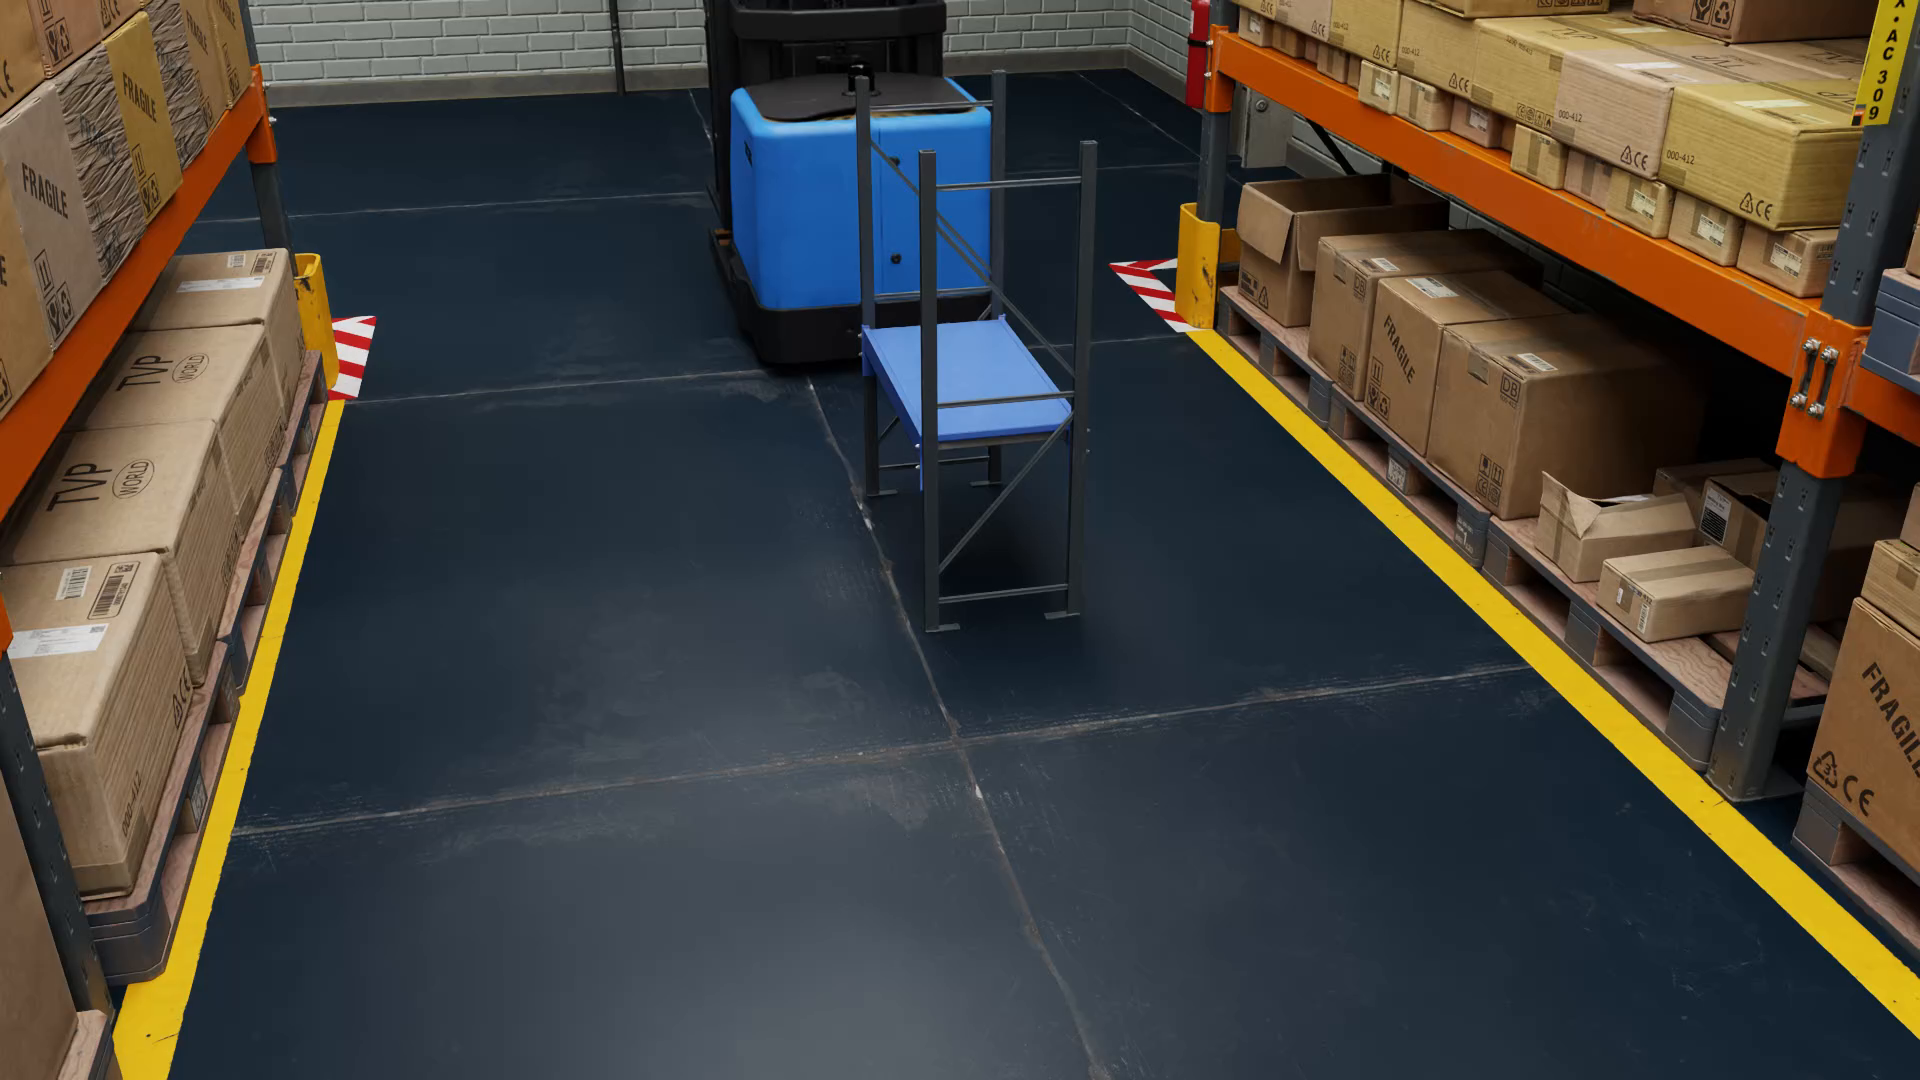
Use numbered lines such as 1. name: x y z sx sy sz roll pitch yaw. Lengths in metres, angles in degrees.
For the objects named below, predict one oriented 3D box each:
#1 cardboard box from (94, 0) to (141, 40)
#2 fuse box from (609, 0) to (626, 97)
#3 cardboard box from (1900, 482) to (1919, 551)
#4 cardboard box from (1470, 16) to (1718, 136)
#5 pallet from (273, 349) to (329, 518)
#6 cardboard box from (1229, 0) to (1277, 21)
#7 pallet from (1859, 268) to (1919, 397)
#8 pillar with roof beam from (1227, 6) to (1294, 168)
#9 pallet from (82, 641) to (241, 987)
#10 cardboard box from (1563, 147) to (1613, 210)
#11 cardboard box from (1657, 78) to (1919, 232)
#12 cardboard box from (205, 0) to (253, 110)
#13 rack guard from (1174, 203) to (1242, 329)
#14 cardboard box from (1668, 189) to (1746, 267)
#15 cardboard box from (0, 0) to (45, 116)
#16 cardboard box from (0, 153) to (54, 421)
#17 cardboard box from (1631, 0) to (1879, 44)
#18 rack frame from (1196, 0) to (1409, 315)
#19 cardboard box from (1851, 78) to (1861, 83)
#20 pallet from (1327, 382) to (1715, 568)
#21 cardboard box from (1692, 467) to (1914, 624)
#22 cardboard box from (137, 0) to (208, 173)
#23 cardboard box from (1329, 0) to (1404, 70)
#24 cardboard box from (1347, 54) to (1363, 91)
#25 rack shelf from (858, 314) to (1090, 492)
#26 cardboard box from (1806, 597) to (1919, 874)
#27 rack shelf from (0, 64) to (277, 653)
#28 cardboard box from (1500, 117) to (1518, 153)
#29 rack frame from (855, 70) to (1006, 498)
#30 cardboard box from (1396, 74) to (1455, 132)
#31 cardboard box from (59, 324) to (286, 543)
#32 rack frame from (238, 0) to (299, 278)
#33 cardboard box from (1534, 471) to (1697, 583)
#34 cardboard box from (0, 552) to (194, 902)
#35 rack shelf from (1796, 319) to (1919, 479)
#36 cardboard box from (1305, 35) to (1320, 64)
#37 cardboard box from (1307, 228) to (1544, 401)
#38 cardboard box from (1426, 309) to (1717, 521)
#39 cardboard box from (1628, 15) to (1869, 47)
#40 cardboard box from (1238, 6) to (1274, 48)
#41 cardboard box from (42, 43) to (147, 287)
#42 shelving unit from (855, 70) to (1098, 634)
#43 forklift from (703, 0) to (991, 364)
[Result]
1. cardboard box: -2.529 -1.607 4.384 0.500 0.500 0.500 -6 27 -12
2. fuse box: -2.450 -4.015 11.806 0.539 1.711 0.414 -6 27 -12
3. cardboard box: 2.381 -0.033 3.745 0.380 0.149 0.250 -6 27 -12
4. cardboard box: 1.921 -1.421 5.073 0.500 0.250 0.500 -6 27 -12
5. pallet: -2.980 -0.380 6.269 1.003 0.211 1.213 -6 27 -12
6. cardboard box: 1.439 -2.313 6.840 0.500 0.250 0.500 -6 27 -11
7. pallet: 2.574 -0.270 3.169 1.003 0.211 1.213 -6 27 -12
8. pillar with roof beam: -2.325 -5.990 7.631 9.100 9.000 0.400 -6 27 -12
9. pallet: -2.430 0.691 4.147 1.003 0.211 1.213 -6 27 -12
10. cardboard box: 1.988 -1.062 4.803 0.380 0.149 0.250 -5 27 -10
11. cardboard box: 2.148 -0.982 4.204 0.500 0.250 0.500 -5 27 -10
12. cardboard box: -2.870 -1.828 5.931 0.500 0.500 0.500 -6 27 -11
13. rack guard: 1.616 -1.324 7.819 1.175 0.500 0.348 -6 27 -12
14. cardboard box: 2.103 -0.832 4.348 0.380 0.149 0.250 -5 27 -10
15. cardboard box: -2.314 -1.159 3.497 0.500 0.500 0.500 -6 27 -12
16. cardboard box: -2.185 -0.489 3.280 0.500 0.500 0.500 -5 27 -10
17. cardboard box: 2.424 -1.799 4.990 0.500 0.500 0.500 -7 28 -13
18. rack frame: 1.599 -2.474 7.322 1.000 3.000 0.127 -6 27 -12
19. cardboard box: 2.652 -1.028 4.295 0.500 0.250 0.500 -6 27 -12
20. pallet: 2.068 -0.311 6.132 1.003 0.211 1.213 -6 27 -12
21. cardboard box: 2.582 -0.019 4.976 0.500 0.311 0.500 -5 27 -10
22. cardboard box: -2.646 -1.381 5.046 0.500 0.500 0.500 -5 27 -10
23. cardboard box: 1.670 -1.870 5.961 0.500 0.250 0.500 -6 27 -13
24. cardboard box: 1.664 -1.737 6.142 0.380 0.149 0.250 -6 27 -11
25. rack shelf: 0.019 -0.472 5.419 0.538 0.185 1.000 -6 27 -12
26. cardboard box: 2.390 0.446 3.846 0.500 0.500 0.500 -5 27 -9
27. rack shelf: -2.785 -0.769 4.743 1.077 0.370 4.000 -6 27 -12
28. cardboard box: 1.954 -1.296 5.267 0.380 0.149 0.250 -6 27 -11
29. rack frame: -0.095 -0.855 5.780 0.500 1.500 0.032 -6 27 -12
30. cardboard box: 1.727 -1.505 5.682 0.380 0.149 0.250 -5 27 -10
31. cardboard box: -2.776 -0.331 5.455 0.875 0.438 0.875 -5 27 -10
32. rack frame: -3.236 -1.968 6.320 1.000 3.000 0.127 -6 27 -12
33. cardboard box: 2.008 -0.056 5.100 0.396 0.266 0.258 -5 27 -10
34. cardboard box: -2.372 0.458 3.892 0.875 0.438 0.875 -6 27 -12
35. rack shelf: 2.951 0.481 2.266 1.077 0.370 4.000 -6 27 -12
36. cardboard box: 1.601 -1.971 6.604 0.380 0.149 0.250 -6 27 -12
37. cardboard box: 1.799 -0.888 6.488 0.700 0.500 0.500 -5 27 -9
38. cardboard box: 2.033 -0.432 5.585 0.700 0.500 0.500 -7 28 -14
39. cardboard box: 2.418 -1.475 5.179 0.500 0.250 0.500 -5 27 -10
40. cardboard box: 1.406 -2.189 7.038 0.380 0.149 0.250 -6 27 -12
41. cardboard box: -2.401 -0.930 4.152 0.500 0.500 0.500 -6 27 -11
42. shelving unit: 0.019 -0.632 5.338 0.538 1.500 1.048 -6 27 -12
43. forklift: -0.680 -2.701 7.848 1.130 2.935 3.031 -6 27 -12
